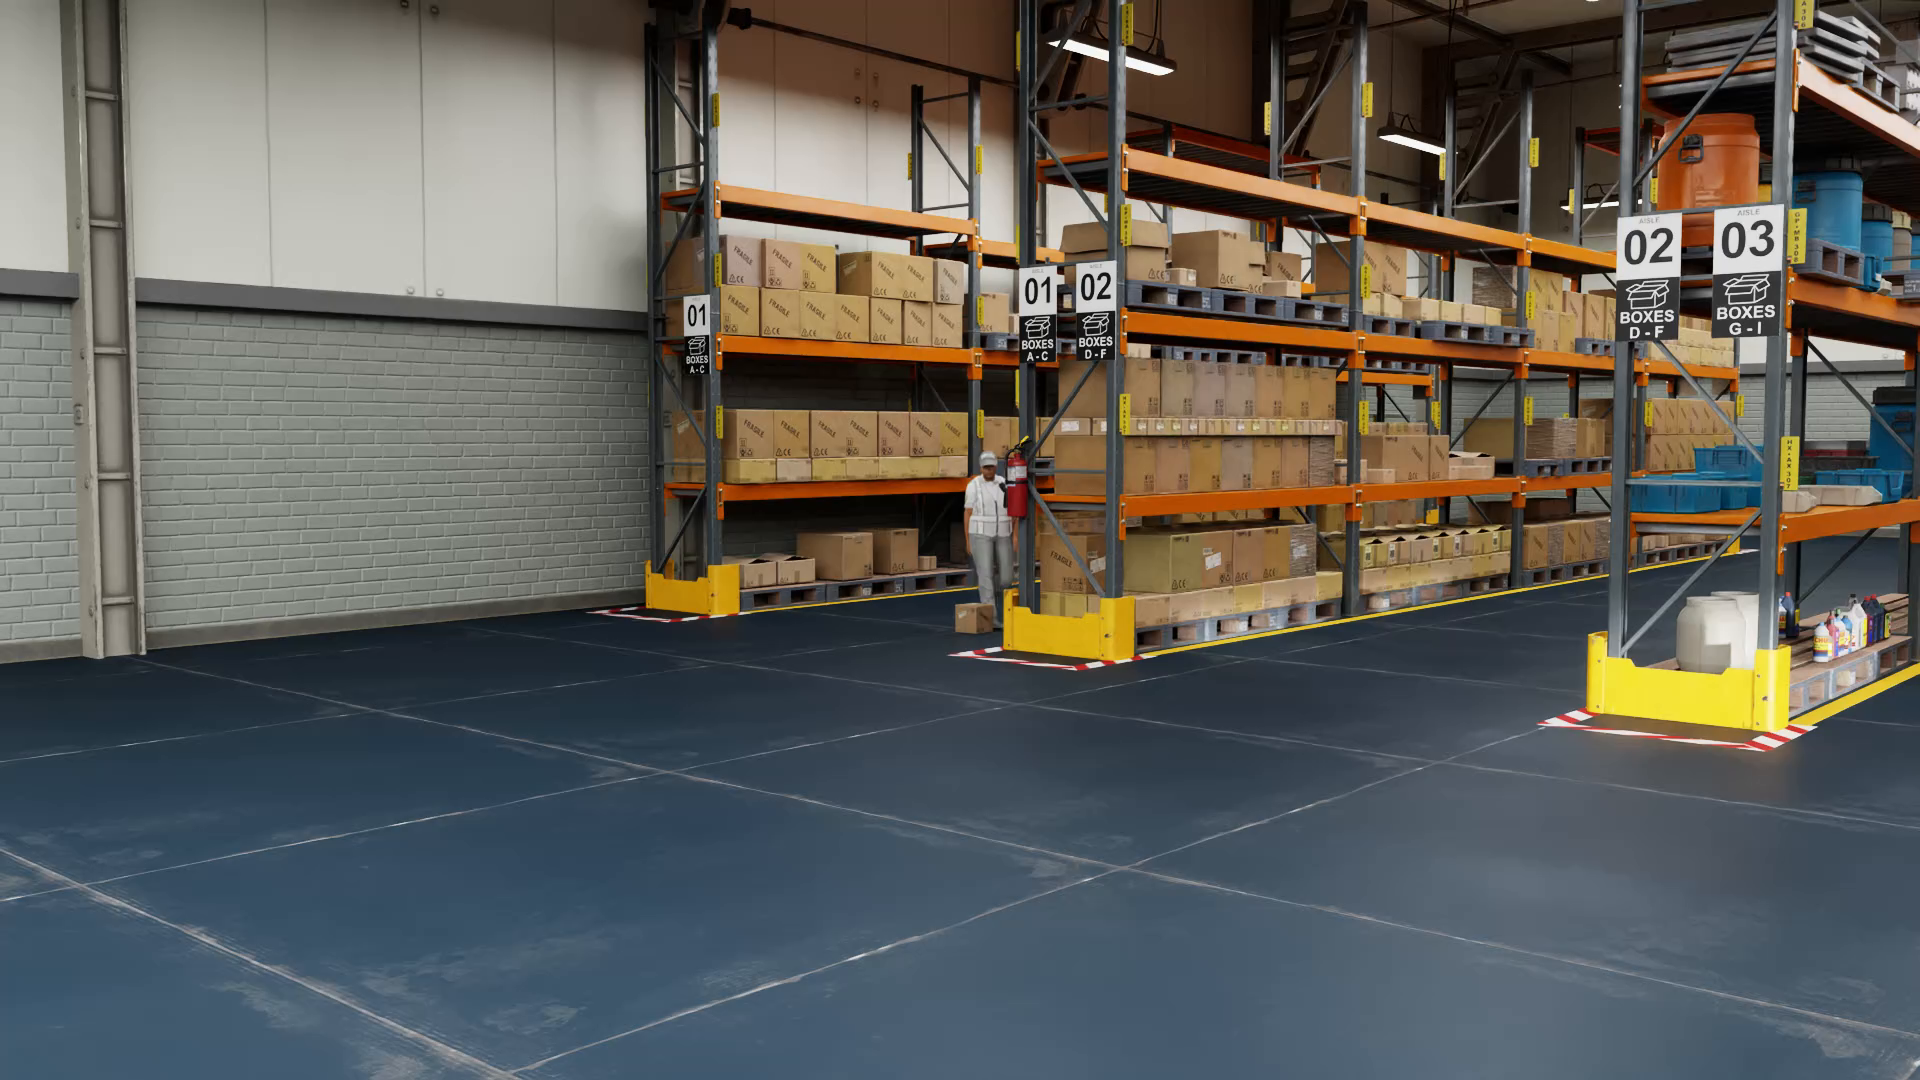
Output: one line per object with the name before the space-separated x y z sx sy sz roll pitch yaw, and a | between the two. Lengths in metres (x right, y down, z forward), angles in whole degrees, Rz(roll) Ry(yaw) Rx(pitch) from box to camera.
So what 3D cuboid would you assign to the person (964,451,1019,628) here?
person | 0.300 -0.018 15.718 0.493 1.650 0.693 -1 4 -21
